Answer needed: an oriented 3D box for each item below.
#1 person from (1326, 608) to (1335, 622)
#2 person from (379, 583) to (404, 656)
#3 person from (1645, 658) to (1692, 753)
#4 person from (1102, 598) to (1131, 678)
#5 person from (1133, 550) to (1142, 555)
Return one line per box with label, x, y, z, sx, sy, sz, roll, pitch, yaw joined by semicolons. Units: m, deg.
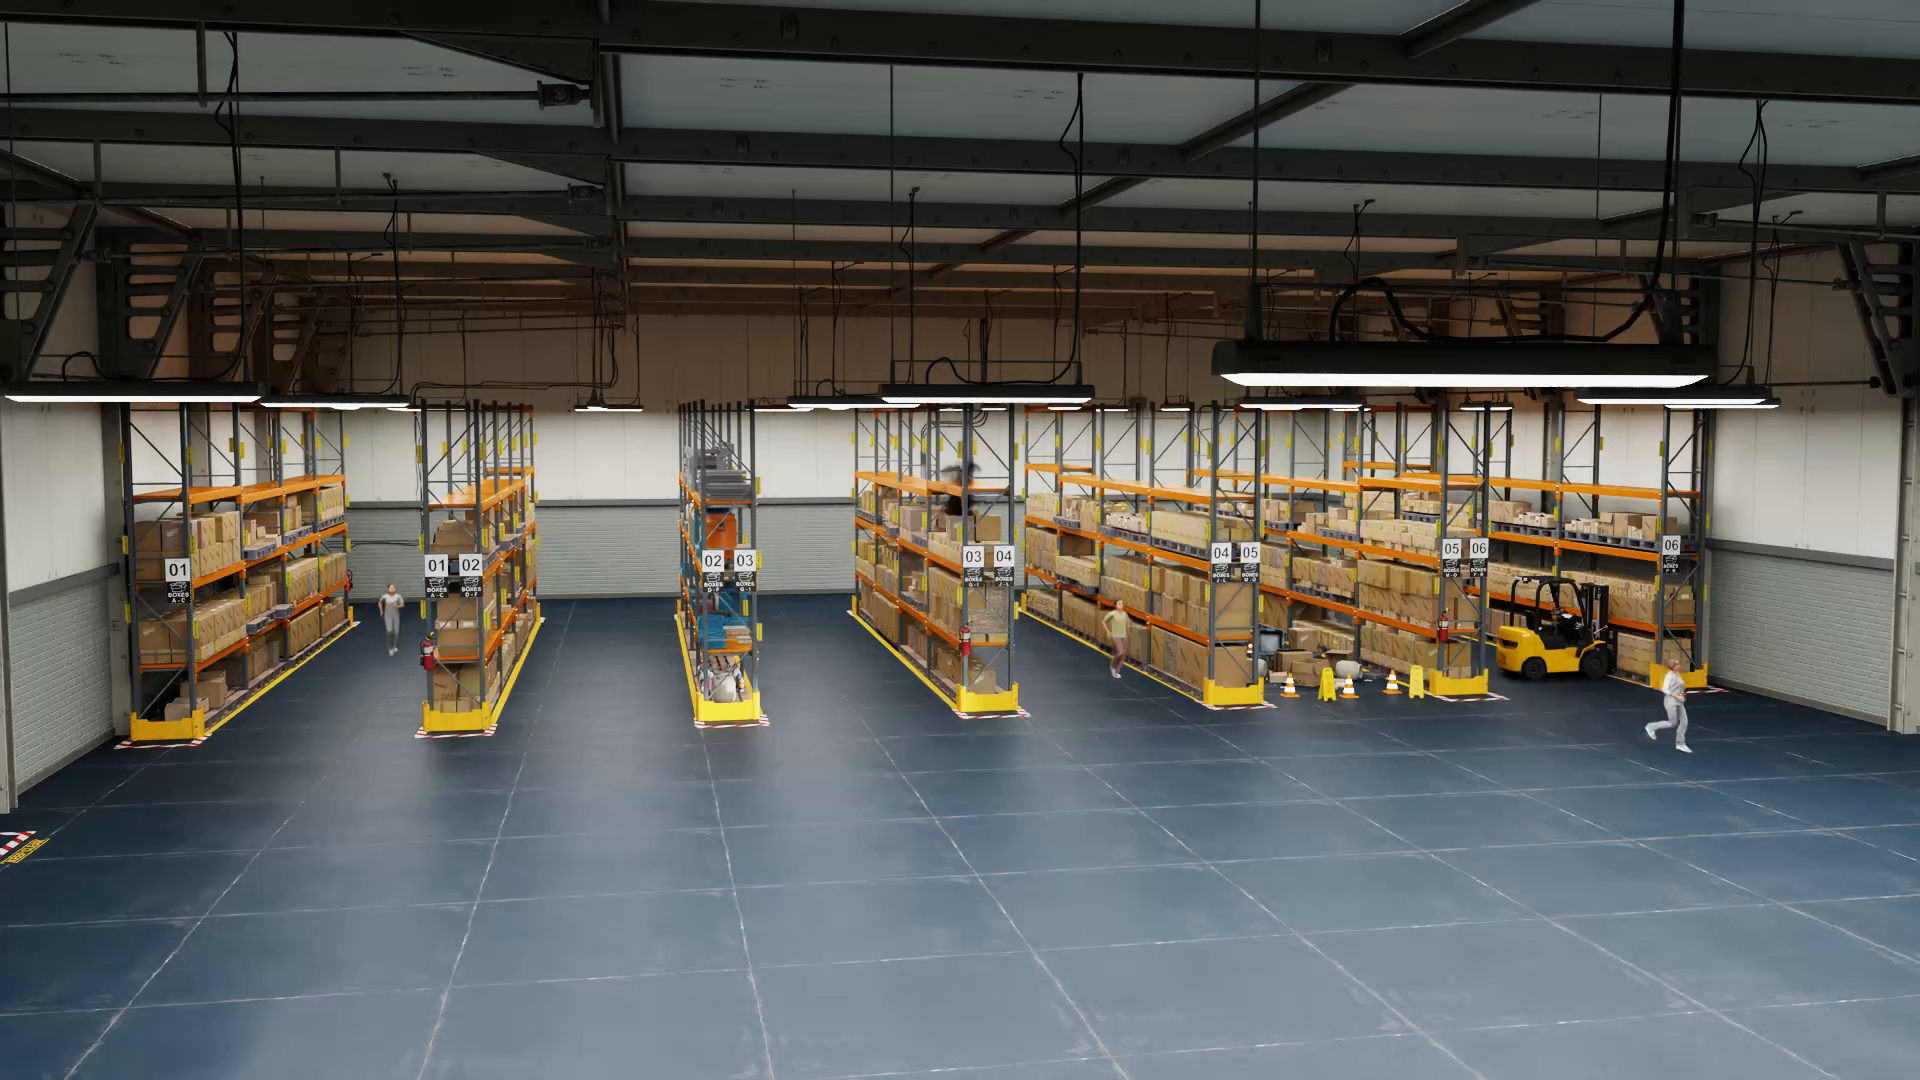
person;9.788;1.556;44.034;0.632;1.764;0.733;-2;5;-22
person;-13.550;1.874;39.682;0.550;1.693;0.904;-2;5;-25
person;12.156;2.806;28.431;0.549;1.586;0.786;-4;6;-44
person;3.288;2.029;34.248;0.566;1.651;0.549;-2;5;-25
person;5.289;1.074;50.612;0.560;1.650;0.607;-1;4;-11
